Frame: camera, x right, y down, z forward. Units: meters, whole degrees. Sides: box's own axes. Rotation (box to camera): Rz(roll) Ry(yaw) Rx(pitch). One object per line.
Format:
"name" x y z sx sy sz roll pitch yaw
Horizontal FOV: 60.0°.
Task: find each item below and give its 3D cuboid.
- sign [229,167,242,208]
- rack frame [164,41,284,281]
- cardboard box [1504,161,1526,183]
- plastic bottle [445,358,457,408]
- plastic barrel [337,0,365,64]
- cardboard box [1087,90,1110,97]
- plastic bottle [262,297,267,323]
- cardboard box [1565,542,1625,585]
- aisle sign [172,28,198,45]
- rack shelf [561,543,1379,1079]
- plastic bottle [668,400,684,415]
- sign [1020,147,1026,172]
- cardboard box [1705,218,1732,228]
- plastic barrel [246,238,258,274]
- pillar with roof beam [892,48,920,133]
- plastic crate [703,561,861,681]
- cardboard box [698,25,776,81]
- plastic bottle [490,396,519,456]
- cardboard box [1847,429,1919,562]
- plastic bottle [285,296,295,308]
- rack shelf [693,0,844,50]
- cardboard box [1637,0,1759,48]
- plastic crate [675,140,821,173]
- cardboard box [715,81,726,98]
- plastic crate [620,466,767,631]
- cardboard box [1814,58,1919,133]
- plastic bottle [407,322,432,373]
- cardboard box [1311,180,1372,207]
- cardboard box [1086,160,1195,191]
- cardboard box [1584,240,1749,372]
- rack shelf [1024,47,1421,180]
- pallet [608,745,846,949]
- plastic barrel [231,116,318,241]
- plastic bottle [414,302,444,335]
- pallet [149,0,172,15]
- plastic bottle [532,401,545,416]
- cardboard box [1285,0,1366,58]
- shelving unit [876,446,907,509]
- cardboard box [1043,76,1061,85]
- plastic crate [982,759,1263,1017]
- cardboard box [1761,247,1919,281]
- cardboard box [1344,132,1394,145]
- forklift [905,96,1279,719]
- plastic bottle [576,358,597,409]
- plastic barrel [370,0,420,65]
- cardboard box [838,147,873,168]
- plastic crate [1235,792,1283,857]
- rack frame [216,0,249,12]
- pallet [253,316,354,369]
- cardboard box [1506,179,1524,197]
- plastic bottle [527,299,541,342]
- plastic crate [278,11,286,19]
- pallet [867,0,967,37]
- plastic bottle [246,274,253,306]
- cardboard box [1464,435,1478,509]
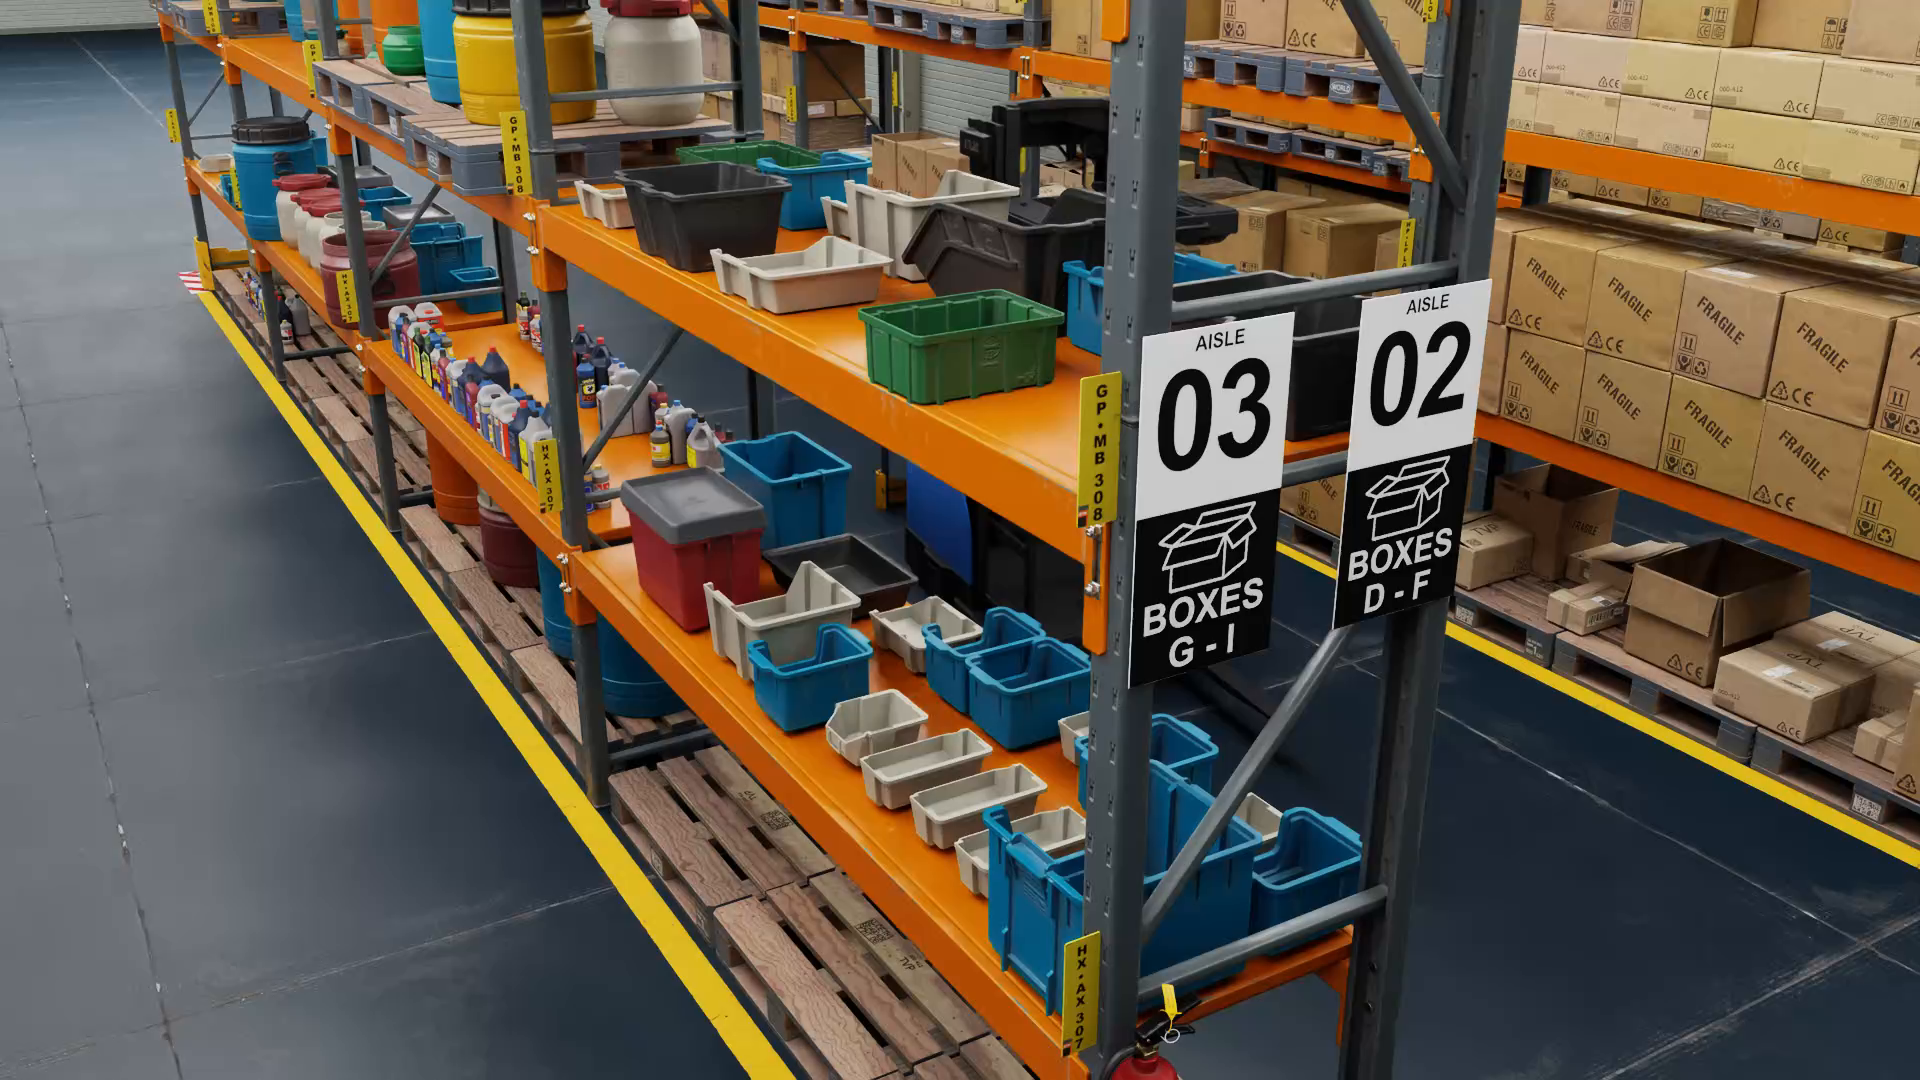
"sign" -5.857 -2.865 13.508 0.100 0.325 0.005 -13 25 -28
"rack frame" -7.421 -4.134 16.998 1.000 3.000 0.127 -13 25 -28
"cardboard box" 5.210 -3.436 14.728 0.500 0.500 0.500 -12 25 -27
"plastic bottle" -2.766 -0.865 9.128 0.097 0.271 0.097 0 22 0
"plastic barrel" -3.902 -3.652 11.258 0.600 0.830 0.708 -13 25 -28
"cardboard box" 1.861 -5.264 19.952 0.500 0.250 0.500 -12 25 -28
"plastic bottle" -6.218 -2.135 15.014 0.144 0.351 0.185 -13 25 -29
"cardboard box" 3.747 0.156 9.646 0.380 0.149 0.250 -13 25 -28
"aisle sign" -7.710 -5.305 16.427 0.394 0.787 0.004 -13 25 -28
"rack shelf" -0.270 0.732 5.983 1.077 0.370 4.000 -13 25 -28
"plastic bottle" -1.423 -0.574 8.411 0.097 0.271 0.097 0 22 0
"sign" 0.450 -2.924 12.484 0.100 0.325 0.005 -13 25 -28
"cardboard box" 6.198 -2.522 13.340 0.380 0.149 0.250 -13 26 -30
"plastic barrel" -7.019 -2.977 16.899 0.421 0.512 0.421 0 22 0
"pillar with roof beam" -4.569 -9.872 23.149 9.100 9.000 0.400 -13 25 -28
"plastic crate" -0.670 0.308 6.148 0.437 0.282 0.530 -13 25 -28
"cardboard box" -2.375 -5.230 17.838 0.700 0.500 0.500 -12 25 -28
"plastic bottle" -2.284 -0.582 8.425 0.152 0.276 0.135 -13 25 -28
"cardboard box" 4.281 -0.212 7.217 0.500 0.500 0.500 -12 25 -28
"plastic bottle" -5.938 -2.033 14.861 0.152 0.276 0.135 -13 25 -28
"rack shelf" -2.139 -5.494 17.317 1.077 0.370 4.000 -13 25 -28
"cardboard box" 3.644 -2.600 7.780 0.700 0.500 0.500 -13 25 -28
"plastic crate" -0.815 -1.462 6.721 0.450 0.188 0.662 -13 25 -28
"cardboard box" -2.361 -4.766 17.559 0.380 0.149 0.250 -12 25 -28
"plastic crate" -1.051 0.031 6.588 0.402 0.464 0.583 -13 25 -28
"cardboard box" 4.023 -1.899 7.052 0.500 0.250 0.500 -13 25 -28
"plastic bottle" -3.155 -1.134 9.784 0.152 0.276 0.135 -13 25 -28
"cardboard box" 4.026 -3.593 17.407 0.500 0.250 0.500 -13 26 -30
"cardboard box" 1.344 -2.554 12.421 0.500 0.500 0.700 17 28 36
"cardboard box" 3.494 -1.170 8.246 0.500 0.500 0.500 -13 26 -30
"rack shelf" 1.947 -2.904 10.945 1.077 0.370 4.000 -13 25 -28
"pallet" -0.882 1.273 7.398 1.003 0.211 1.213 -13 25 -28
"plastic barrel" -5.441 -2.888 13.267 0.600 0.901 0.708 -13 25 -28
"plastic bottle" -3.261 -1.313 10.224 0.152 0.276 0.135 -13 25 -28
"pallet" -7.083 -5.149 15.763 1.003 0.211 1.213 -13 25 -28
"plastic bottle" -2.117 -0.566 8.392 0.097 0.271 0.097 0 22 0
"cardboard box" 2.414 -3.267 10.058 0.600 0.600 0.600 -13 25 -29
"shelving unit" -0.080 -0.799 10.785 0.587 1.500 1.083 -10 24 -24
"cardboard box" 1.325 -5.952 20.648 0.500 0.500 0.500 -13 25 -28
"plastic crate" 0.420 0.929 4.415 0.616 0.435 0.499 -13 25 -28
"cardboard box" 4.227 -1.105 8.085 0.500 0.500 0.500 -13 25 -29
"cardboard box" 4.278 -4.249 16.564 0.700 0.500 0.500 -13 25 -28
"forklift" 0.710 -0.742 8.744 1.130 2.935 3.031 -9 24 -22
"plastic bottle" -2.051 -0.865 9.128 0.097 0.271 0.097 0 22 0
"plastic barrel" -3.047 -3.143 9.448 0.600 0.830 0.708 -13 25 -28
"cardboard box" -0.829 -3.570 15.810 0.500 0.250 0.500 -11 25 -25
"plastic crate" 0.816 0.877 4.940 0.250 0.136 0.298 -13 25 -28
"rack frame" -5.378 -5.618 12.682 1.000 3.000 0.127 -13 25 -28
"pallet" -5.685 -1.772 14.892 1.003 0.211 1.213 -13 25 -28
"cardboard box" 5.151 -3.191 14.986 0.380 0.149 0.250 -13 26 -29
"plastic bottle" -2.643 -1.366 10.344 0.061 0.283 0.133 -13 25 -28
"plastic crate" -5.950 -4.693 14.673 0.336 0.188 0.450 -13 25 -28
"pallet" -0.072 -4.362 13.826 1.003 0.211 1.213 -11 25 -26
"plastic bottle" -6.663 -2.355 15.646 0.061 0.283 0.133 -12 25 -27
"cardboard box" 2.931 -0.450 10.670 0.500 0.500 0.500 -14 26 -31
